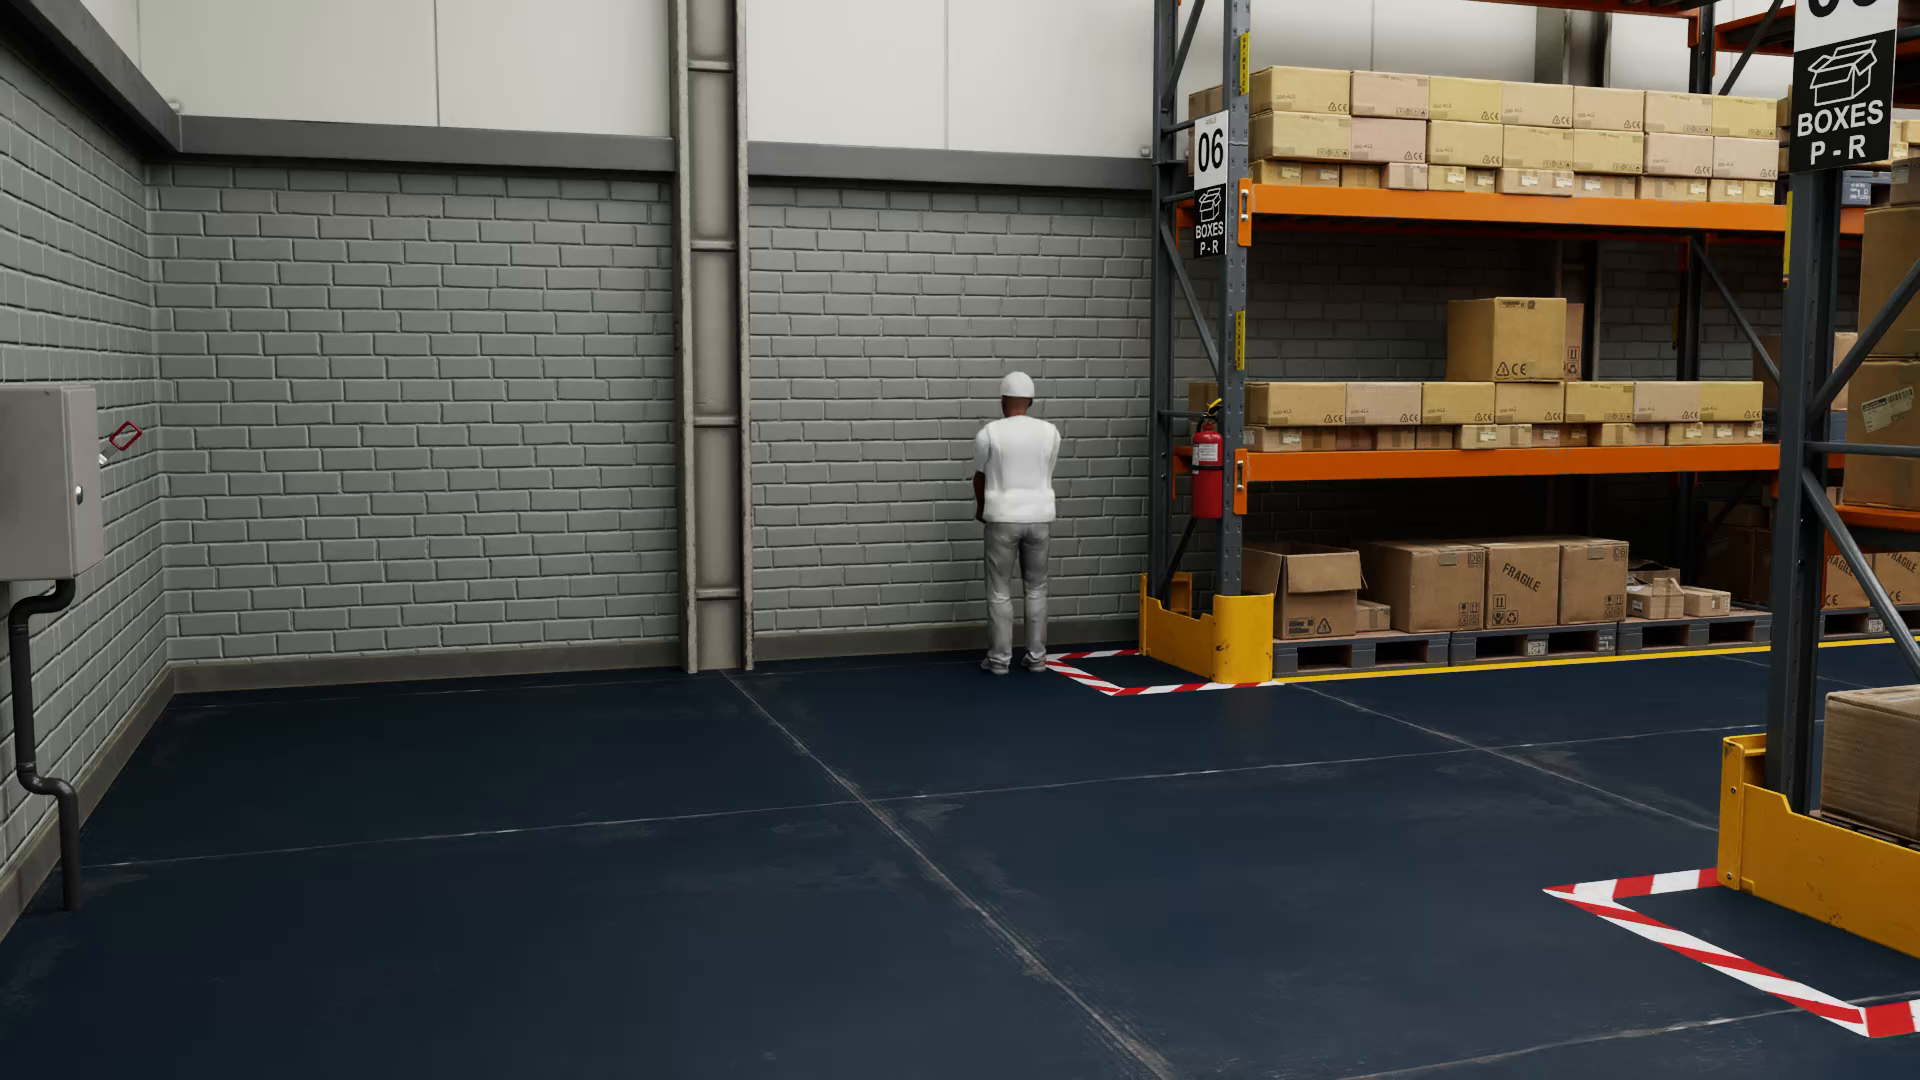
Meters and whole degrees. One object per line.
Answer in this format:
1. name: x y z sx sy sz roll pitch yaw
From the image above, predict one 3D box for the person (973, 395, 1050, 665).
1. person: 0.305 -0.123 9.836 0.472 1.666 0.538 -1 6 -11
